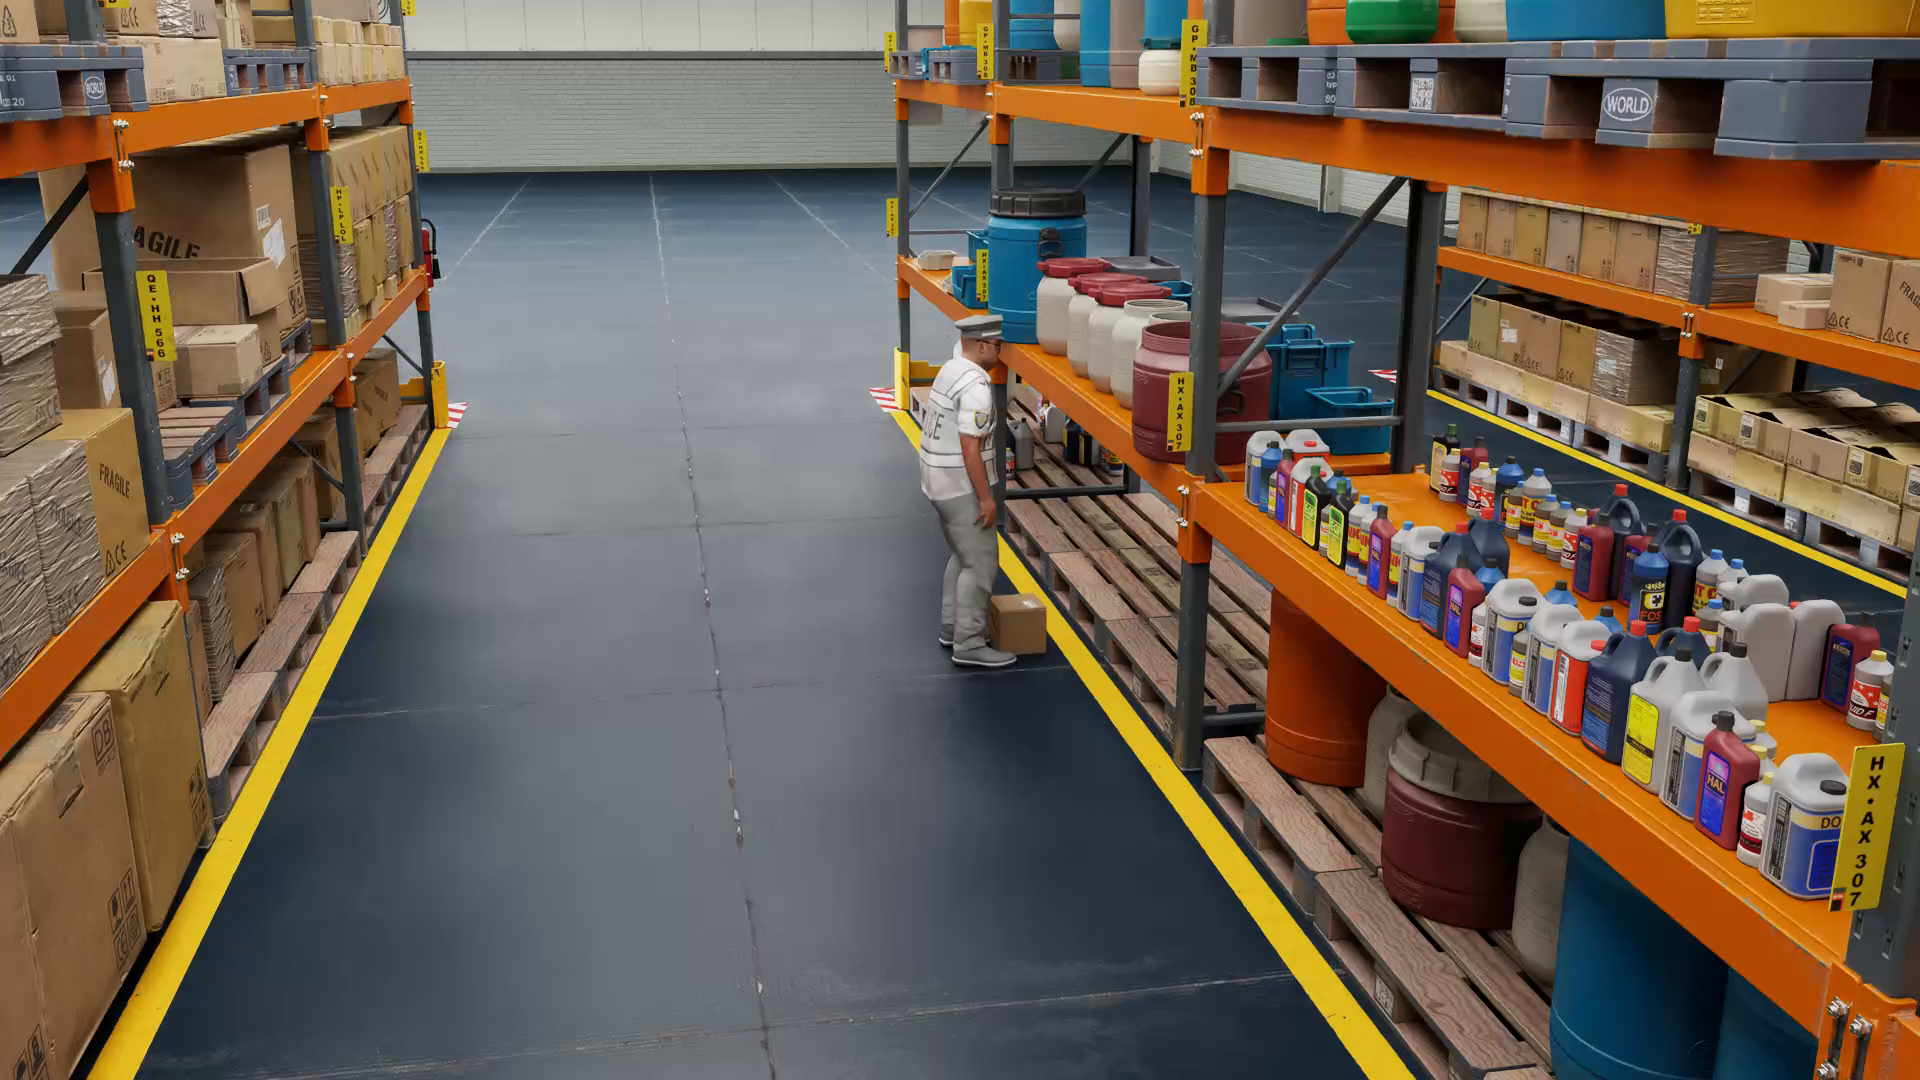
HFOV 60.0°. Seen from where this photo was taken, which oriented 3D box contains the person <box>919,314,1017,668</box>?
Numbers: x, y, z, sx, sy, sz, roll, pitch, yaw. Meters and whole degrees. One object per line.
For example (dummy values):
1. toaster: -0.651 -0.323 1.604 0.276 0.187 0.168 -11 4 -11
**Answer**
1. person: 0.026 -0.260 8.417 0.437 1.747 0.596 -4 17 -14
